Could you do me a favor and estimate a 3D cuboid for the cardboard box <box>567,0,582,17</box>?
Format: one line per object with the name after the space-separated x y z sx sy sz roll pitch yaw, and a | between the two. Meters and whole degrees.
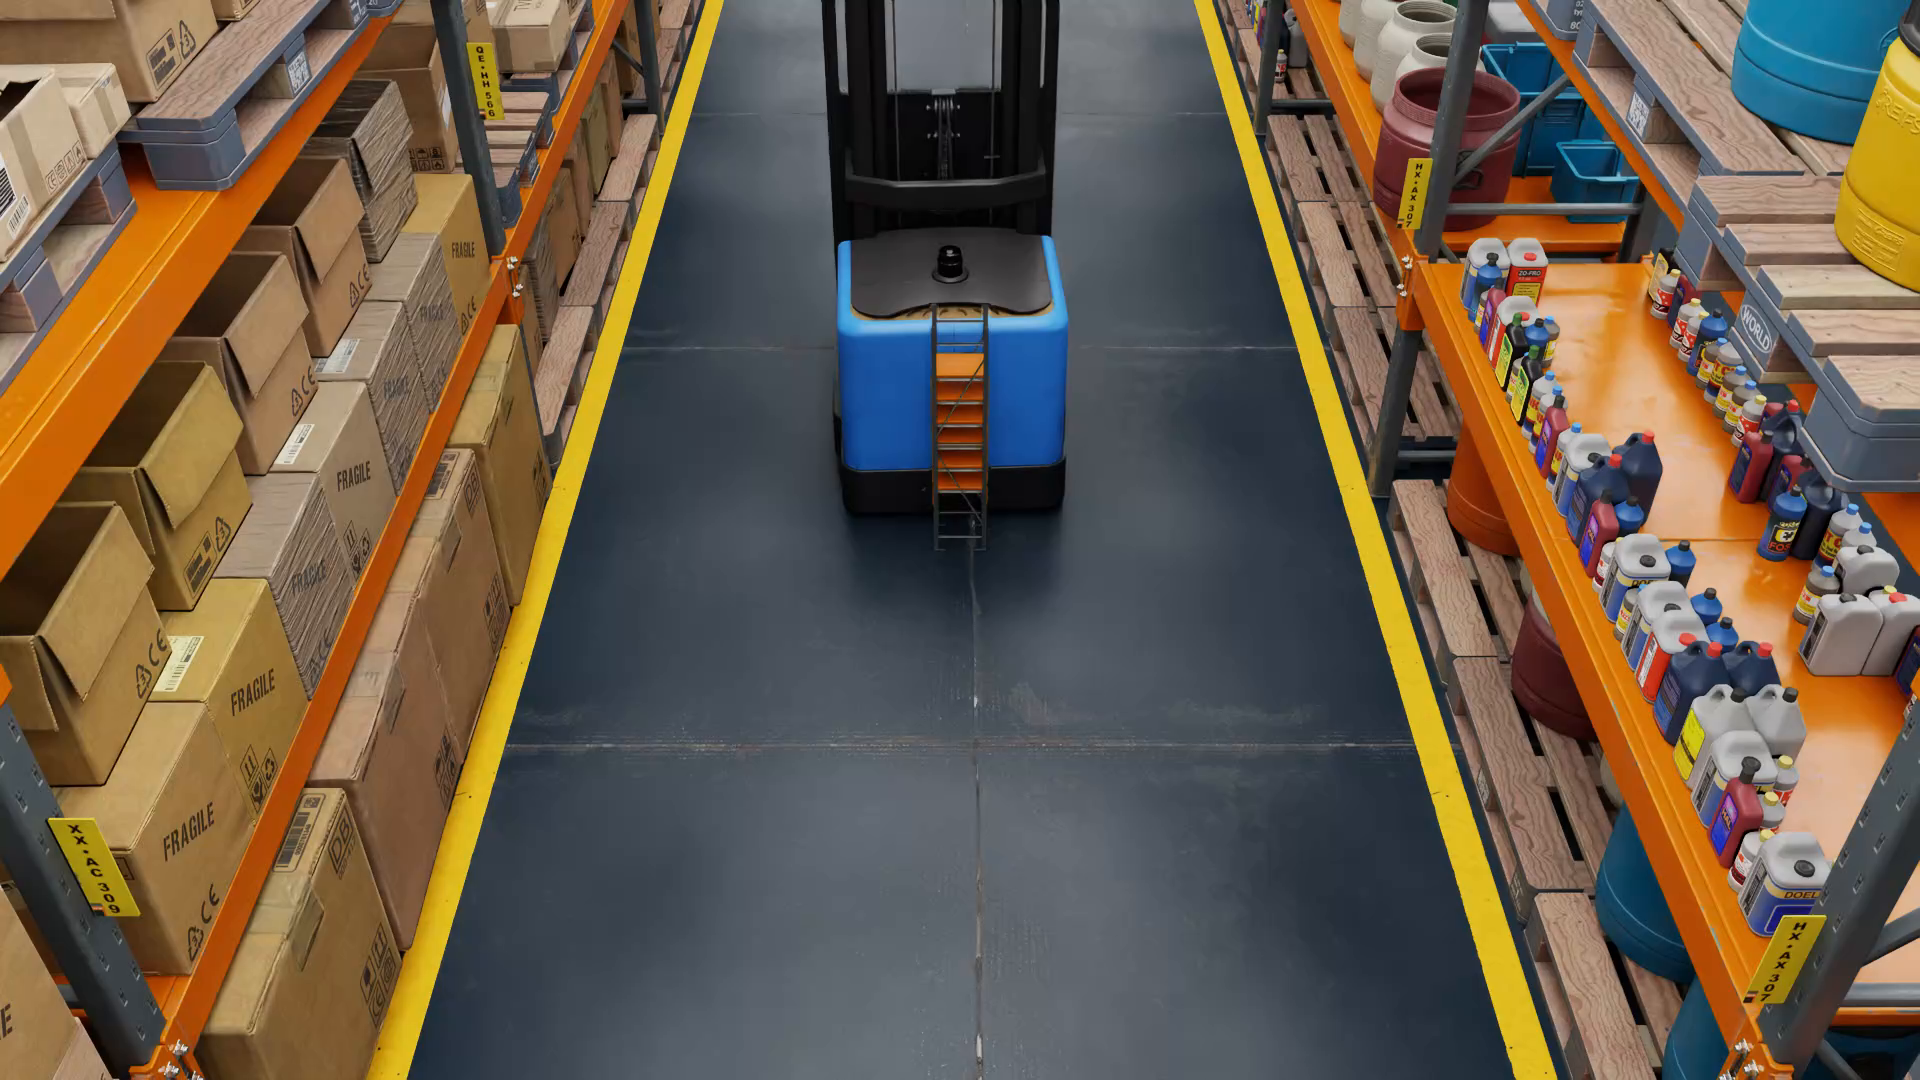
-2.387 -3.025 8.707 0.797 0.503 0.637 4 39 5 | cardboard box

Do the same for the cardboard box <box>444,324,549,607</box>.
-2.497 -0.306 7.097 1.225 0.875 0.875 -2 39 -2 | cardboard box

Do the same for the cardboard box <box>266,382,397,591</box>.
-2.230 -0.179 5.495 0.500 0.500 0.500 1 39 1 | cardboard box

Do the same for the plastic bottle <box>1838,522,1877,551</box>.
2.887 0.059 5.381 0.097 0.271 0.097 0 39 0 | plastic bottle

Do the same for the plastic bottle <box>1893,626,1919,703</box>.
2.906 0.355 5.001 0.061 0.283 0.133 0 39 0 | plastic bottle

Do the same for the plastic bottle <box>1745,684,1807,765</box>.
2.297 0.539 4.718 0.144 0.351 0.185 0 39 0 | plastic bottle

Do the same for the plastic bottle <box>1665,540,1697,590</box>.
2.280 0.114 5.312 0.097 0.271 0.097 0 39 0 | plastic bottle

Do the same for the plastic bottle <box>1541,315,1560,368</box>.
2.279 -0.781 6.484 0.097 0.201 0.097 0 39 0 | plastic bottle

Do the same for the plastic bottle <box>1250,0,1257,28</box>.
2.186 -3.843 11.973 0.152 0.276 0.135 1 39 1 | plastic bottle

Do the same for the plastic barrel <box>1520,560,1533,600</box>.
2.584 0.059 6.931 0.421 0.512 0.421 0 39 0 | plastic barrel

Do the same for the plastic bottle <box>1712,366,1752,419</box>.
2.886 -0.555 6.203 0.097 0.201 0.097 0 39 0 | plastic bottle

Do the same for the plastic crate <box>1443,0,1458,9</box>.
2.756 -2.736 8.935 0.450 0.188 0.662 0 39 0 | plastic crate

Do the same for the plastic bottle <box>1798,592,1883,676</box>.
2.708 0.275 5.108 0.152 0.276 0.135 0 39 0 | plastic bottle

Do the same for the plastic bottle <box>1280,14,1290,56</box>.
2.183 -3.448 11.421 0.144 0.351 0.185 -1 39 -1 | plastic bottle

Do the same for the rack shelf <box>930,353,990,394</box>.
0.000 -0.724 7.189 0.258 0.103 0.180 0 39 0 | rack shelf

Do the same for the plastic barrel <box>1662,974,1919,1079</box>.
2.497 1.410 4.935 0.600 0.901 0.708 0 39 0 | plastic barrel

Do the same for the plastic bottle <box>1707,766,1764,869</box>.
2.111 0.750 4.509 0.061 0.283 0.133 0 39 0 | plastic bottle

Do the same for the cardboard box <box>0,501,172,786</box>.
-2.481 0.269 4.134 0.797 0.503 0.637 -1 39 -1 | cardboard box

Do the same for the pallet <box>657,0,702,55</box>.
-2.522 -4.001 12.574 1.003 0.211 1.213 0 39 0 | pallet

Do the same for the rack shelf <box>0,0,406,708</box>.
-2.475 -1.042 4.828 1.077 0.370 4.000 0 39 0 | rack shelf

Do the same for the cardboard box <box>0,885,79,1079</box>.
-2.204 1.036 3.342 0.500 0.500 0.500 1 39 1 | cardboard box

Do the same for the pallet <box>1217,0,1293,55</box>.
2.508 -4.005 12.578 1.003 0.211 1.213 0 39 0 | pallet

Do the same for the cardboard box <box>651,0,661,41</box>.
-2.450 -3.701 11.633 0.500 0.500 0.500 12 40 14 | cardboard box

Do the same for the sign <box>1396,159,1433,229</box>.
1.926 -1.465 7.049 0.100 0.325 0.005 0 39 0 | sign

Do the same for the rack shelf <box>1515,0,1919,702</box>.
2.478 -1.046 4.833 1.077 0.370 4.000 0 39 0 | rack shelf

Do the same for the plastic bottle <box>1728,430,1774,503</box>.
2.761 -0.278 5.791 0.061 0.283 0.133 0 39 0 | plastic bottle

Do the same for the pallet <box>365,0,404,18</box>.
-2.423 -2.097 5.721 1.213 0.211 1.003 2 39 2 | pallet

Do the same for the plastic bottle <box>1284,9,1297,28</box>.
2.330 -3.555 11.614 0.152 0.276 0.135 0 39 0 | plastic bottle

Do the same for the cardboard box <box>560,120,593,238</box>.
-2.520 -2.068 9.580 0.700 0.500 0.500 -3 39 -4 | cardboard box

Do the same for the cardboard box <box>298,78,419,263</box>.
-2.492 -1.376 6.186 0.797 0.503 0.637 1 39 1 | cardboard box

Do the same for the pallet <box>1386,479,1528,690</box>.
2.519 0.175 7.363 1.003 0.211 1.213 0 39 0 | pallet

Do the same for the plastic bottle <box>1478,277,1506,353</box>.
2.108 -0.885 6.548 0.061 0.283 0.133 0 39 0 | plastic bottle

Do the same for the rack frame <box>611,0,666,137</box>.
-2.481 -3.904 10.223 1.000 3.000 0.127 0 39 0 | rack frame

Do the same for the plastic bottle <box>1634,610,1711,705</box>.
2.156 0.353 5.010 0.152 0.276 0.135 0 39 0 | plastic bottle

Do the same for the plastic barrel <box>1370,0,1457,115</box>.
2.261 -2.357 8.203 0.421 0.512 0.421 0 39 0 | plastic barrel

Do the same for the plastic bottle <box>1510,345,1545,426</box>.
2.109 -0.573 6.159 0.061 0.283 0.133 0 39 0 | plastic bottle

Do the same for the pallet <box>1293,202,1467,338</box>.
2.515 -1.564 9.533 1.003 0.211 1.213 0 39 0 | pallet

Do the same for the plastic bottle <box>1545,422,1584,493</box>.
2.127 -0.291 5.817 0.097 0.271 0.097 0 39 0 | plastic bottle

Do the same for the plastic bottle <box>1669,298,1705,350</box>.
2.885 -0.860 6.583 0.097 0.201 0.097 0 39 0 | plastic bottle

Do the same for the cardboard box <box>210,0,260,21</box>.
-2.315 -1.855 4.852 0.500 0.500 0.500 2 39 2 | cardboard box

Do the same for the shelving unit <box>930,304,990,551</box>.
0.000 -0.477 7.386 0.258 1.200 0.189 0 39 0 | shelving unit

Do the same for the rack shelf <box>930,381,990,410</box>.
0.000 -0.630 7.264 0.258 0.103 0.180 0 39 0 | rack shelf

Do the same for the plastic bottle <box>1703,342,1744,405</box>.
2.886 -0.644 6.257 0.097 0.271 0.097 0 39 0 | plastic bottle

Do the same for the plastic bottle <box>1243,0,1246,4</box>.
2.158 -4.105 12.304 0.097 0.271 0.097 0 39 0 | plastic bottle

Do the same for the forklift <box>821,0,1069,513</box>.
-0.101 -2.172 8.116 1.130 2.935 3.031 -2 39 -2 | forklift

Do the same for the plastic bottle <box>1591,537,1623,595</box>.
2.128 0.081 5.410 0.097 0.201 0.097 0 39 0 | plastic bottle

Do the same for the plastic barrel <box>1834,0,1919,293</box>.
2.277 -0.884 3.569 0.600 0.588 0.600 0 39 0 | plastic barrel
